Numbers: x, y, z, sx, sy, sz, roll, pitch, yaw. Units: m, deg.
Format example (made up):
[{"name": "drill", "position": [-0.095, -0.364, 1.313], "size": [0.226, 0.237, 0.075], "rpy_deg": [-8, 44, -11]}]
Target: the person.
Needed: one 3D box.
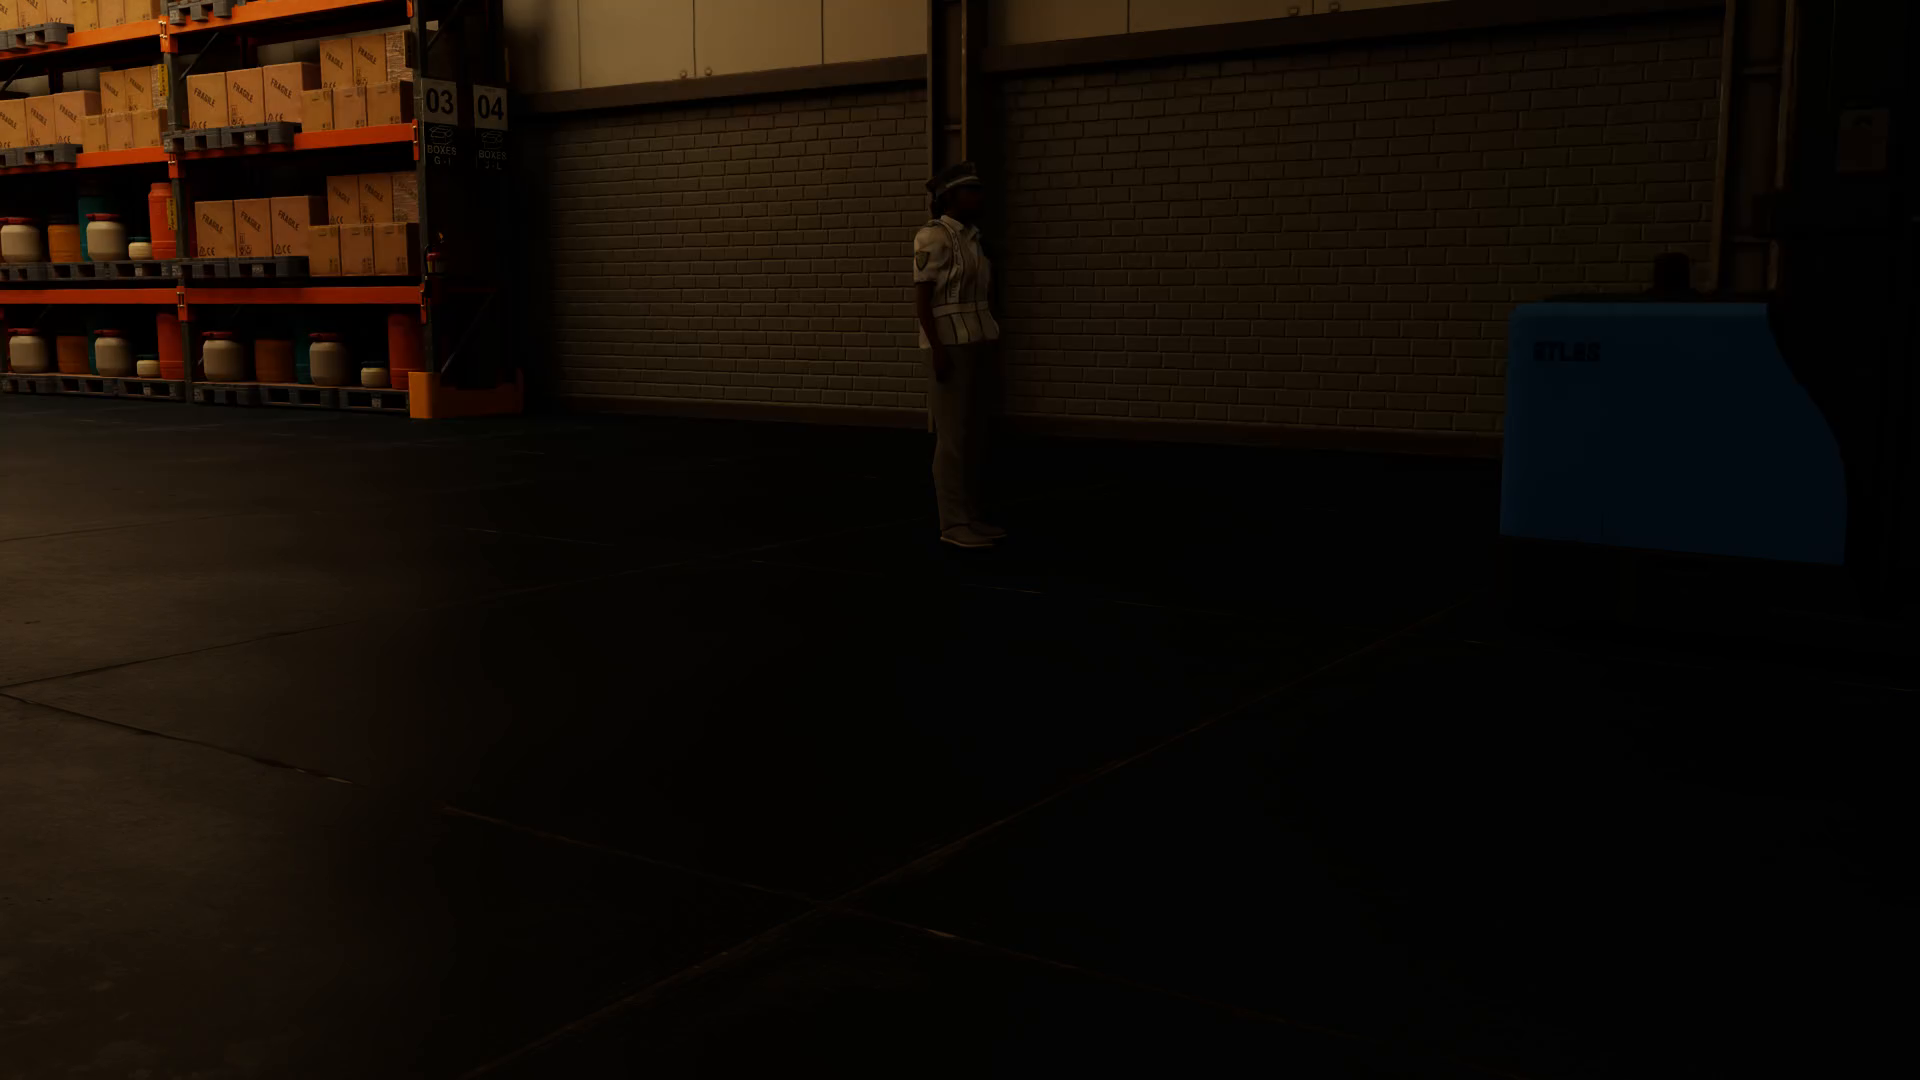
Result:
[{"name": "person", "position": [0.051, -0.838, 7.425], "size": [0.528, 1.695, 0.569], "rpy_deg": [5, 10, 34]}]

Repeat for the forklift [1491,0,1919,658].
[{"name": "forklift", "position": [3.251, -1.084, 4.818], "size": [3.031, 2.935, 1.130], "rpy_deg": [6, 10, 37]}]
